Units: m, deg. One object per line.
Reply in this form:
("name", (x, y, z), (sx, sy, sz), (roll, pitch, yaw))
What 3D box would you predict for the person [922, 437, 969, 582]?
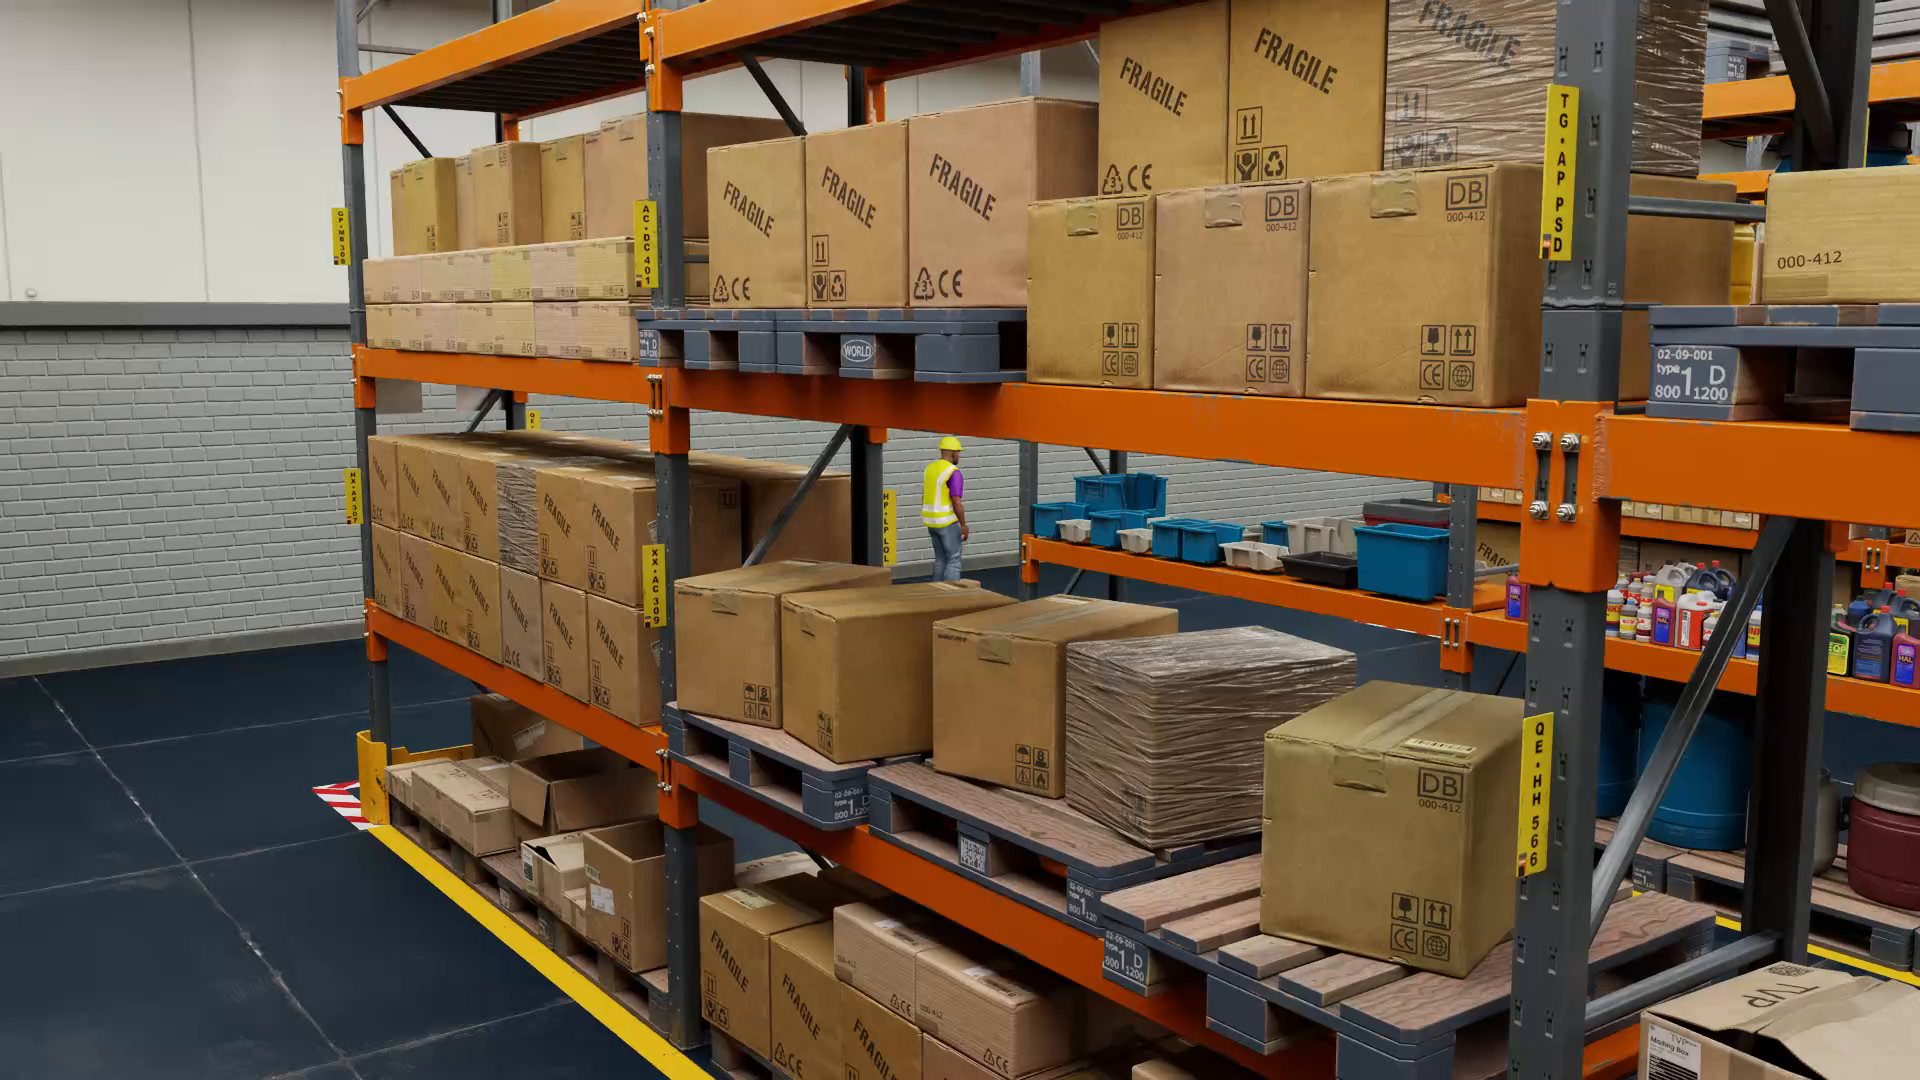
("person", (-0.139, -0.175, 17.023), (0.456, 1.761, 0.627), (-6, 9, -35))
